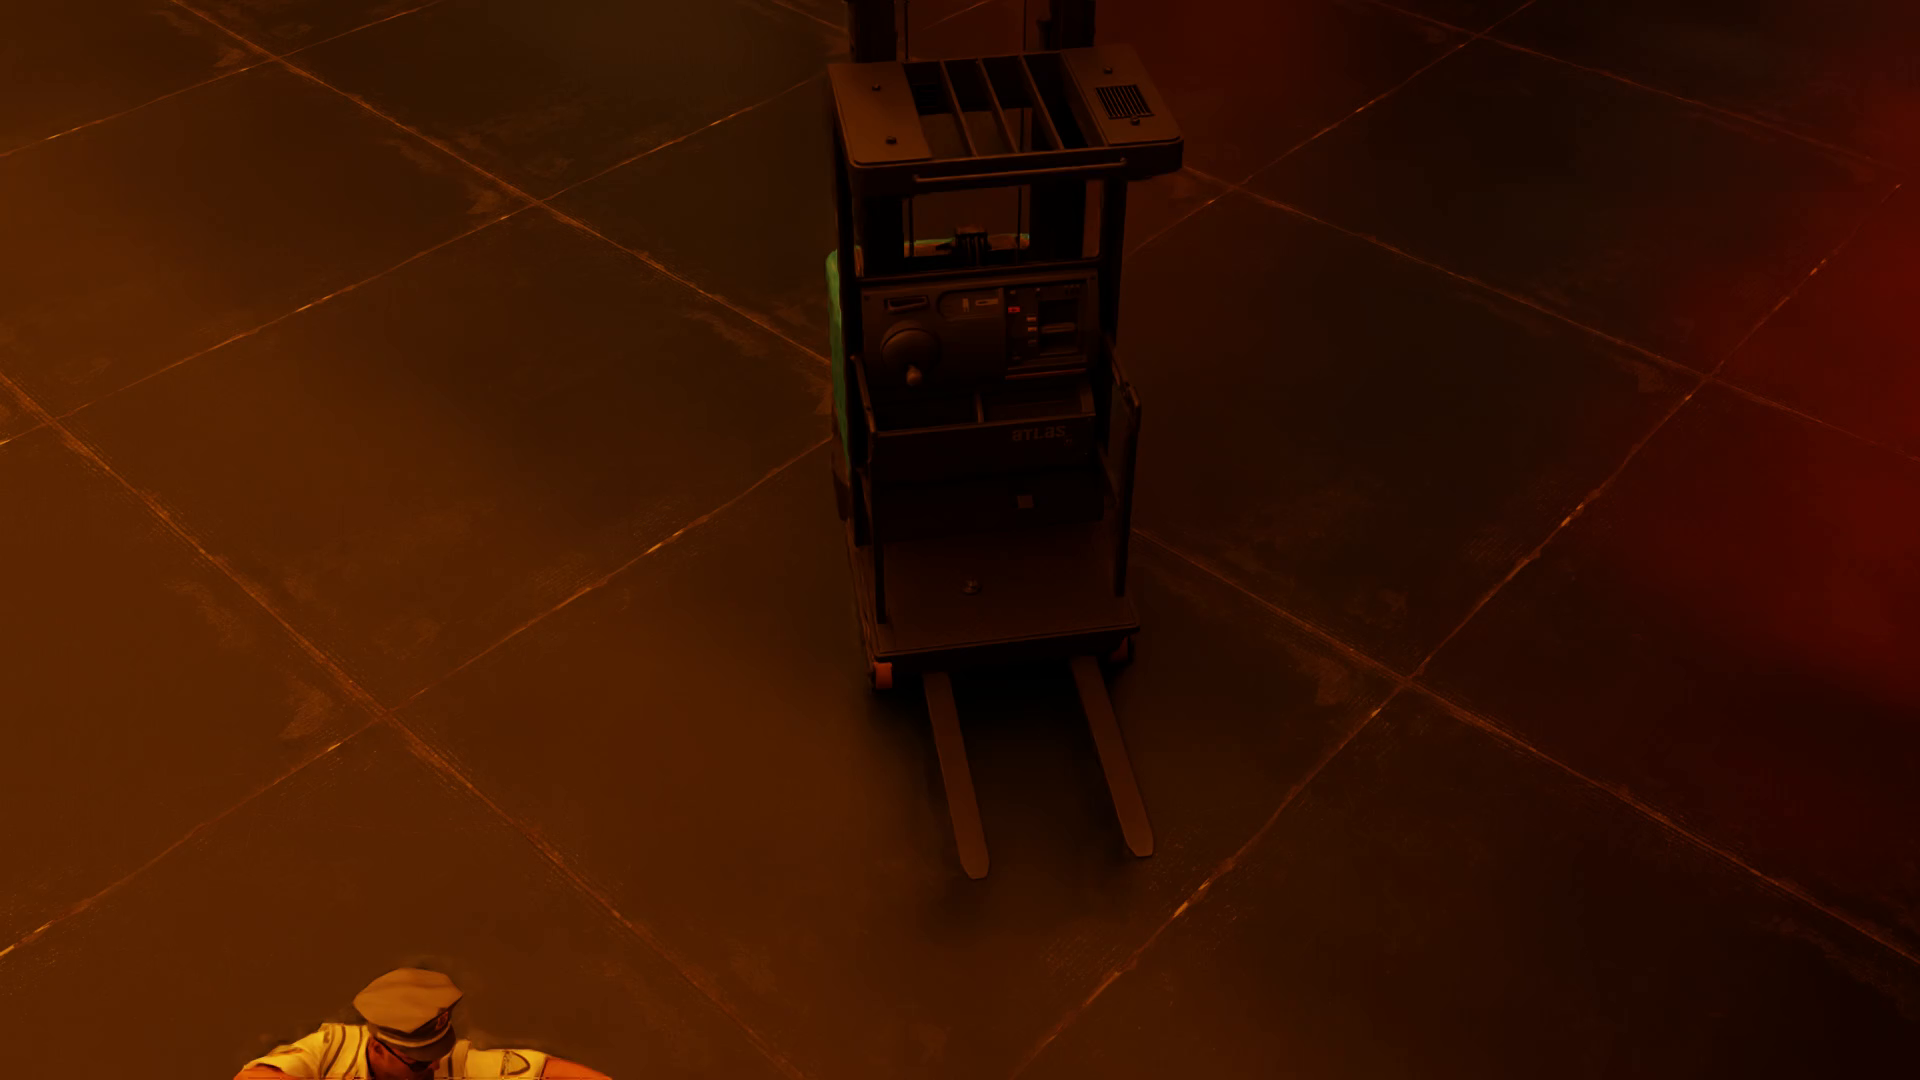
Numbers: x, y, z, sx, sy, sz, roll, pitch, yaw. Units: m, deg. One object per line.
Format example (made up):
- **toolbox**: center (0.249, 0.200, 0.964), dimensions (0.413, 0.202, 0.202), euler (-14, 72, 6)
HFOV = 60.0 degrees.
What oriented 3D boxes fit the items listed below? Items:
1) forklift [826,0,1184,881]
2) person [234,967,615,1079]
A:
- **forklift**: center (0.121, -0.740, 6.290), dimensions (1.130, 2.935, 3.031), euler (-6, 41, -7)
- **person**: center (-1.286, 1.899, 4.373), dimensions (1.064, 1.526, 0.889), euler (14, 43, 16)
